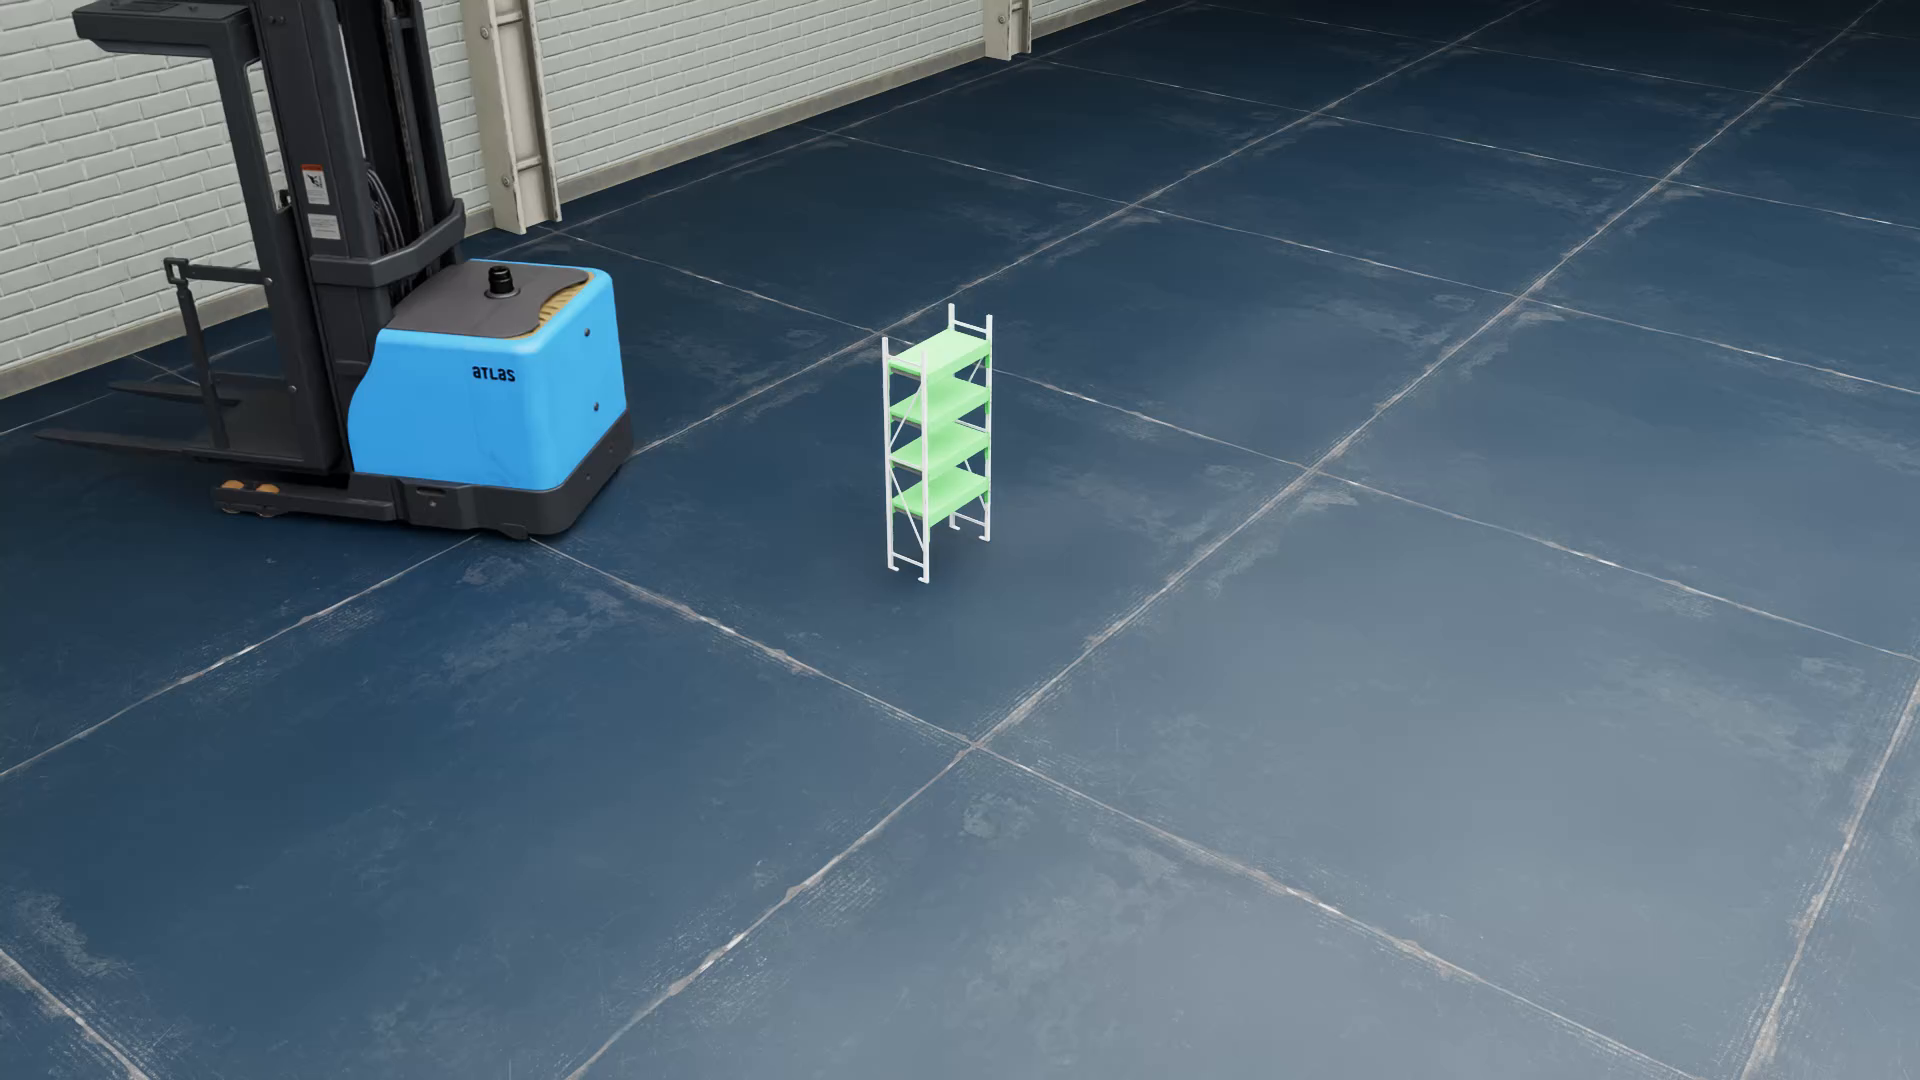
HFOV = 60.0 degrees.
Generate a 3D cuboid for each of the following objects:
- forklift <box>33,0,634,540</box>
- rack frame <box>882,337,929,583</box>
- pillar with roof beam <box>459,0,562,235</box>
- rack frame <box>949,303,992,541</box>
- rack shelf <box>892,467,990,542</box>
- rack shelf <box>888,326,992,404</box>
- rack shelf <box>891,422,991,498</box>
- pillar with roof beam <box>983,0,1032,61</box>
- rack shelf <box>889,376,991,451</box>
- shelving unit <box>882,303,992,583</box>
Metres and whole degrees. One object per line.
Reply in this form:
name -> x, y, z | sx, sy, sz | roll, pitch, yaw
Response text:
forklift -> -3.327, -1.632, 8.129 | 3.031, 2.935, 1.130 | 6, 31, 10
rack frame -> -0.247, -0.350, 7.663 | 0.240, 1.200, 0.015 | 21, 37, 31
pillar with roof beam -> 0.271, -4.867, 7.636 | 9.100, 9.000, 0.400 | 21, 37, 31
rack frame -> 0.047, -0.548, 7.998 | 0.240, 1.200, 0.015 | 21, 37, 31
rack shelf -> -0.100, -0.187, 7.986 | 0.258, 0.148, 0.480 | 21, 37, 31
rack shelf -> -0.100, -0.807, 7.618 | 0.258, 0.148, 0.480 | 21, 37, 31
rack shelf -> -0.100, -0.394, 7.863 | 0.258, 0.148, 0.480 | 21, 37, 31
pillar with roof beam -> 3.893, -7.306, 11.751 | 9.100, 9.000, 0.400 | 21, 37, 31
rack shelf -> -0.100, -0.600, 7.741 | 0.258, 0.148, 0.480 | 21, 37, 31
shelving unit -> -0.100, -0.449, 7.831 | 0.258, 1.200, 0.503 | 21, 37, 31
